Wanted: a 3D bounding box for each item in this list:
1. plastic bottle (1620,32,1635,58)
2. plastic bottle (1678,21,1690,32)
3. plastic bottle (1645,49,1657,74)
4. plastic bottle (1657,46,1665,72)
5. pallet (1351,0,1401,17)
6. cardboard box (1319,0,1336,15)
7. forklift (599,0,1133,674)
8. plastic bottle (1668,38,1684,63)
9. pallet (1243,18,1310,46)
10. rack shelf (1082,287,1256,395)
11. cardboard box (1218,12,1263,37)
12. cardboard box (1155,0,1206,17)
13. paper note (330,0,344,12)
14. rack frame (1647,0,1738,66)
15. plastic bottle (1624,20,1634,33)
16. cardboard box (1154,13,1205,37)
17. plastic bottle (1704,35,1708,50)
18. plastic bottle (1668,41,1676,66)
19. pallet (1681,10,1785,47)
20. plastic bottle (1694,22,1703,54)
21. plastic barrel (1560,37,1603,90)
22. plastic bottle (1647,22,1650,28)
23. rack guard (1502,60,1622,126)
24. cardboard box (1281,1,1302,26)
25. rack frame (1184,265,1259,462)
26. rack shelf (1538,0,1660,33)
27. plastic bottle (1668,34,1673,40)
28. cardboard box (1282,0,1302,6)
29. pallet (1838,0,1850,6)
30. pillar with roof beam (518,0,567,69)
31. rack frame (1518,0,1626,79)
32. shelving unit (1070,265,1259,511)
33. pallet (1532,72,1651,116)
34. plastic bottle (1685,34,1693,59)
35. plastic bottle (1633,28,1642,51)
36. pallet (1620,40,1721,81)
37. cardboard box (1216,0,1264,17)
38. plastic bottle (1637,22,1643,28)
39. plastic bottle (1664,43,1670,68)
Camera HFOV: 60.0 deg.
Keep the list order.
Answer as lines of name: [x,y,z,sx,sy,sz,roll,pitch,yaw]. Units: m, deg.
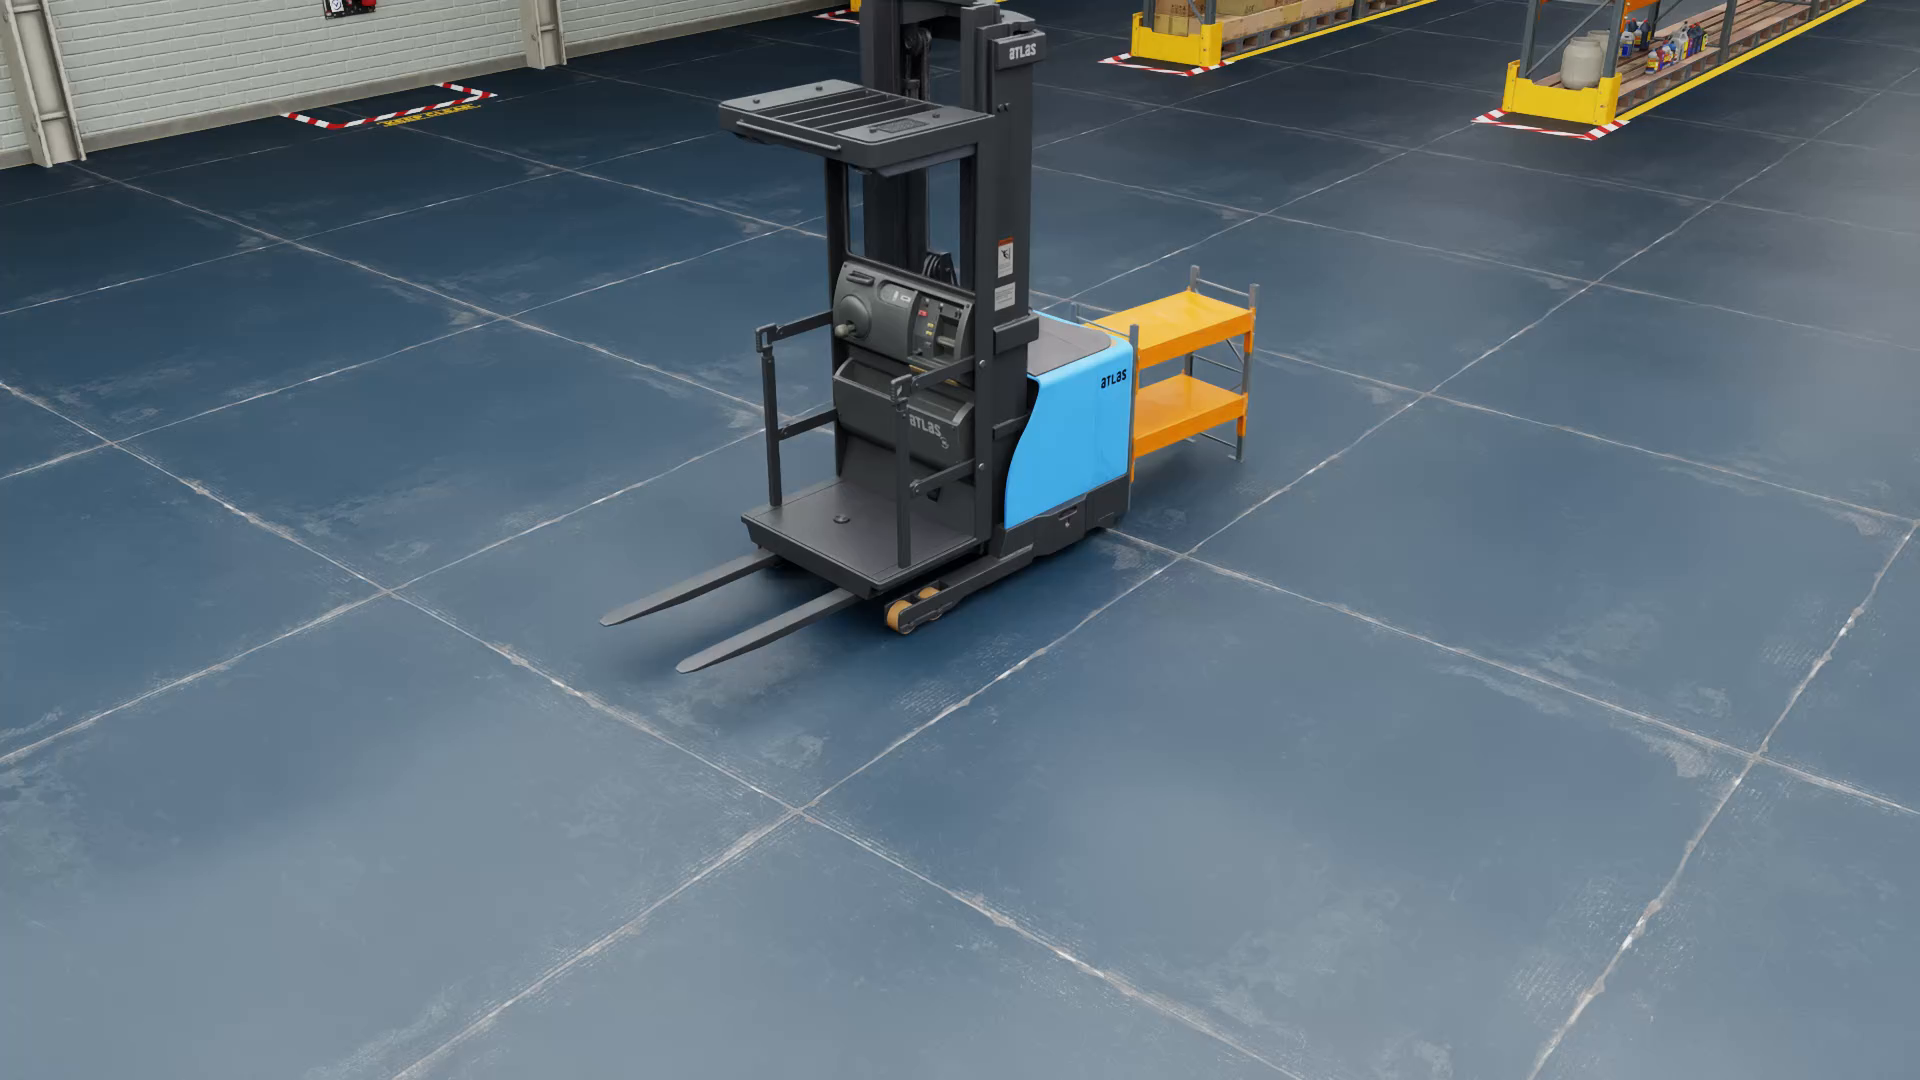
plastic bottle: [7.999,-5.947,19.967,0.152,0.276,0.135,21,34,34]
plastic bottle: [8.795,-6.127,20.233,0.144,0.351,0.185,21,34,34]
plastic bottle: [7.942,-5.495,19.099,0.097,0.271,0.097,0,27,0]
plastic bottle: [8.101,-5.576,19.241,0.061,0.283,0.133,21,34,35]
pallet: [5.712,-7.861,24.217,1.003,0.211,1.213,21,34,34]
cardboard box: [4.821,-7.390,22.806,0.500,0.250,0.500,21,34,34]
forklift: [-0.440,-1.098,8.182,1.130,2.935,3.031,24,36,39]
plastic bottle: [8.472,-5.812,19.707,0.152,0.276,0.135,21,34,35]
pallet: [3.959,-6.885,22.328,1.003,0.211,1.213,21,34,34]
rack shelf: [1.182,-1.169,9.649,1.000,0.278,0.538,-22,35,-36]
cardboard box: [3.557,-6.678,21.429,0.500,0.250,0.500,21,34,34]
cardboard box: [2.840,-6.985,21.206,0.500,0.500,0.500,21,34,34]
paper note: [-6.902,-5.930,18.408,0.016,0.148,0.142,21,34,34]
rack frame: [9.093,-7.378,20.248,1.000,3.000,0.127,21,34,34]
plastic bottle: [8.139,-6.165,20.307,0.144,0.351,0.185,19,33,32]
cardboard box: [2.842,-6.651,21.377,0.500,0.250,0.500,21,34,34]
plastic bottle: [9.103,-6.111,20.365,0.097,0.201,0.097,0,27,0]
plastic bottle: [8.353,-5.724,19.541,0.097,0.271,0.097,0,27,0]
pallet: [10.338,-6.864,22.289,1.003,0.211,1.213,21,34,34]
plastic bottle: [8.906,-6.085,20.151,0.144,0.351,0.185,20,33,33]
plastic barrel: [6.908,-5.297,18.476,0.421,0.512,0.421,0,27,0]
plastic bottle: [8.450,-6.229,20.503,0.061,0.283,0.133,21,34,34]
rack guard: [6.561,-4.891,18.160,1.175,0.500,0.348,21,34,34]
cardboard box: [4.197,-7.031,22.112,0.500,0.250,0.500,21,34,34]
rack frame: [1.563,-1.064,10.082,0.032,1.125,0.500,-22,35,-36]
rack shelf: [7.821,-6.350,19.043,1.077,0.370,4.000,21,34,34]
plastic bottle: [8.483,-5.893,19.854,0.061,0.283,0.133,21,34,34]
cardboard box: [4.198,-7.364,21.939,0.500,0.500,0.500,21,34,34]
pallet: [12.883,-8.280,25.026,1.003,0.211,1.213,21,34,34]
pillar with roof beam: [-1.813,-8.636,16.149,9.100,9.000,0.400,21,34,34]
rack frame: [6.549,-5.960,17.507,1.000,3.000,0.127,21,34,34]
shelving unit: [1.182,-0.909,9.783,1.048,1.125,0.538,-22,35,-36]
pallet: [7.082,-5.049,18.780,1.003,0.211,1.213,21,34,34]
plastic bottle: [8.712,-5.917,19.900,0.061,0.283,0.133,23,35,38]
plastic bottle: [8.260,-6.110,20.287,0.097,0.271,0.097,0,27,0]
pallet: [8.634,-5.914,20.452,1.003,0.211,1.213,21,34,34]
cardboard box: [3.558,-7.010,21.256,0.500,0.500,0.500,21,34,34]
plastic bottle: [8.368,-6.256,20.565,0.152,0.276,0.135,22,35,36]
plastic bottle: [8.224,-5.652,19.402,0.097,0.271,0.097,0,27,0]
